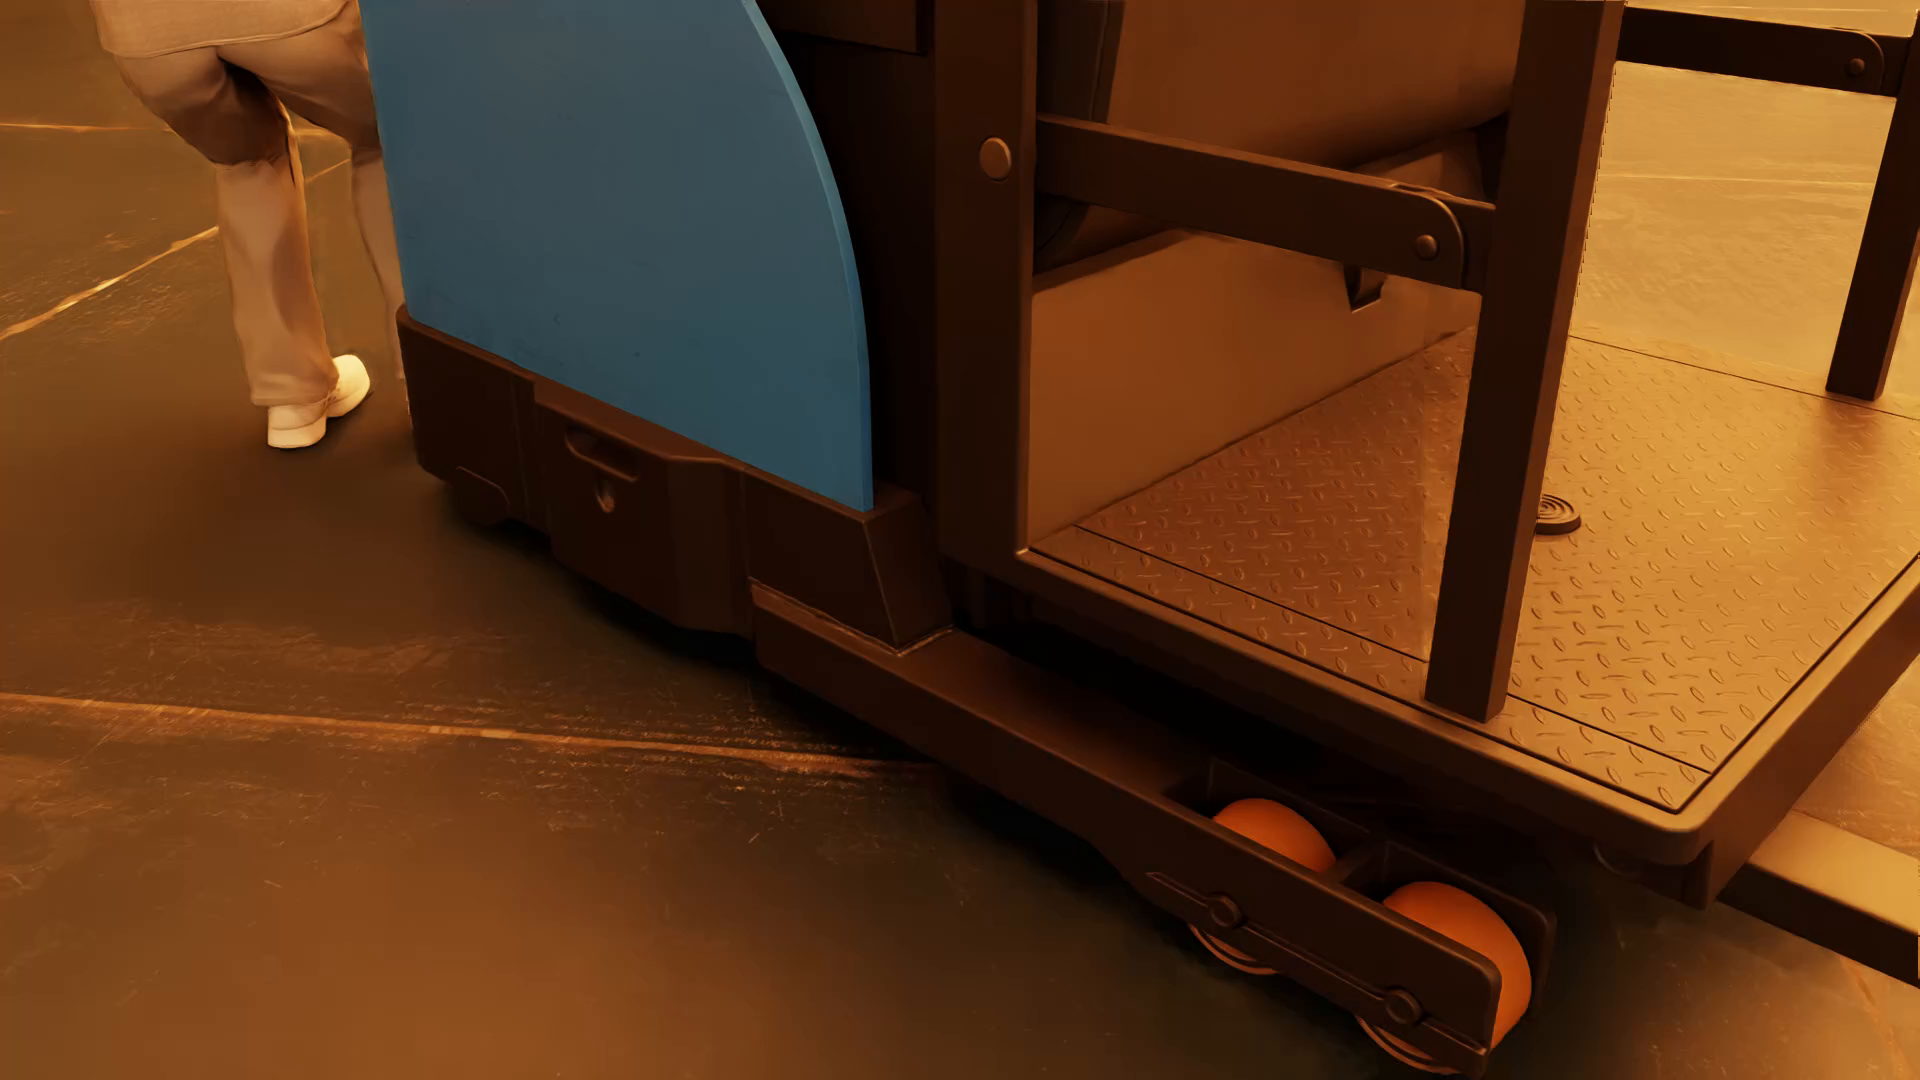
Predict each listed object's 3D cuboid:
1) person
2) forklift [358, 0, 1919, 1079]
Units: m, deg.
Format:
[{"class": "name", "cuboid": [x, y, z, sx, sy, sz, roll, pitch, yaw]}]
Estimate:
[{"class": "person", "cuboid": [-1.064, -0.821, 2.516, 0.680, 1.578, 0.618, -5, 27, -9]}, {"class": "forklift", "cuboid": [0.572, -1.090, 1.401, 3.031, 2.935, 1.130, 23, 34, 38]}]
